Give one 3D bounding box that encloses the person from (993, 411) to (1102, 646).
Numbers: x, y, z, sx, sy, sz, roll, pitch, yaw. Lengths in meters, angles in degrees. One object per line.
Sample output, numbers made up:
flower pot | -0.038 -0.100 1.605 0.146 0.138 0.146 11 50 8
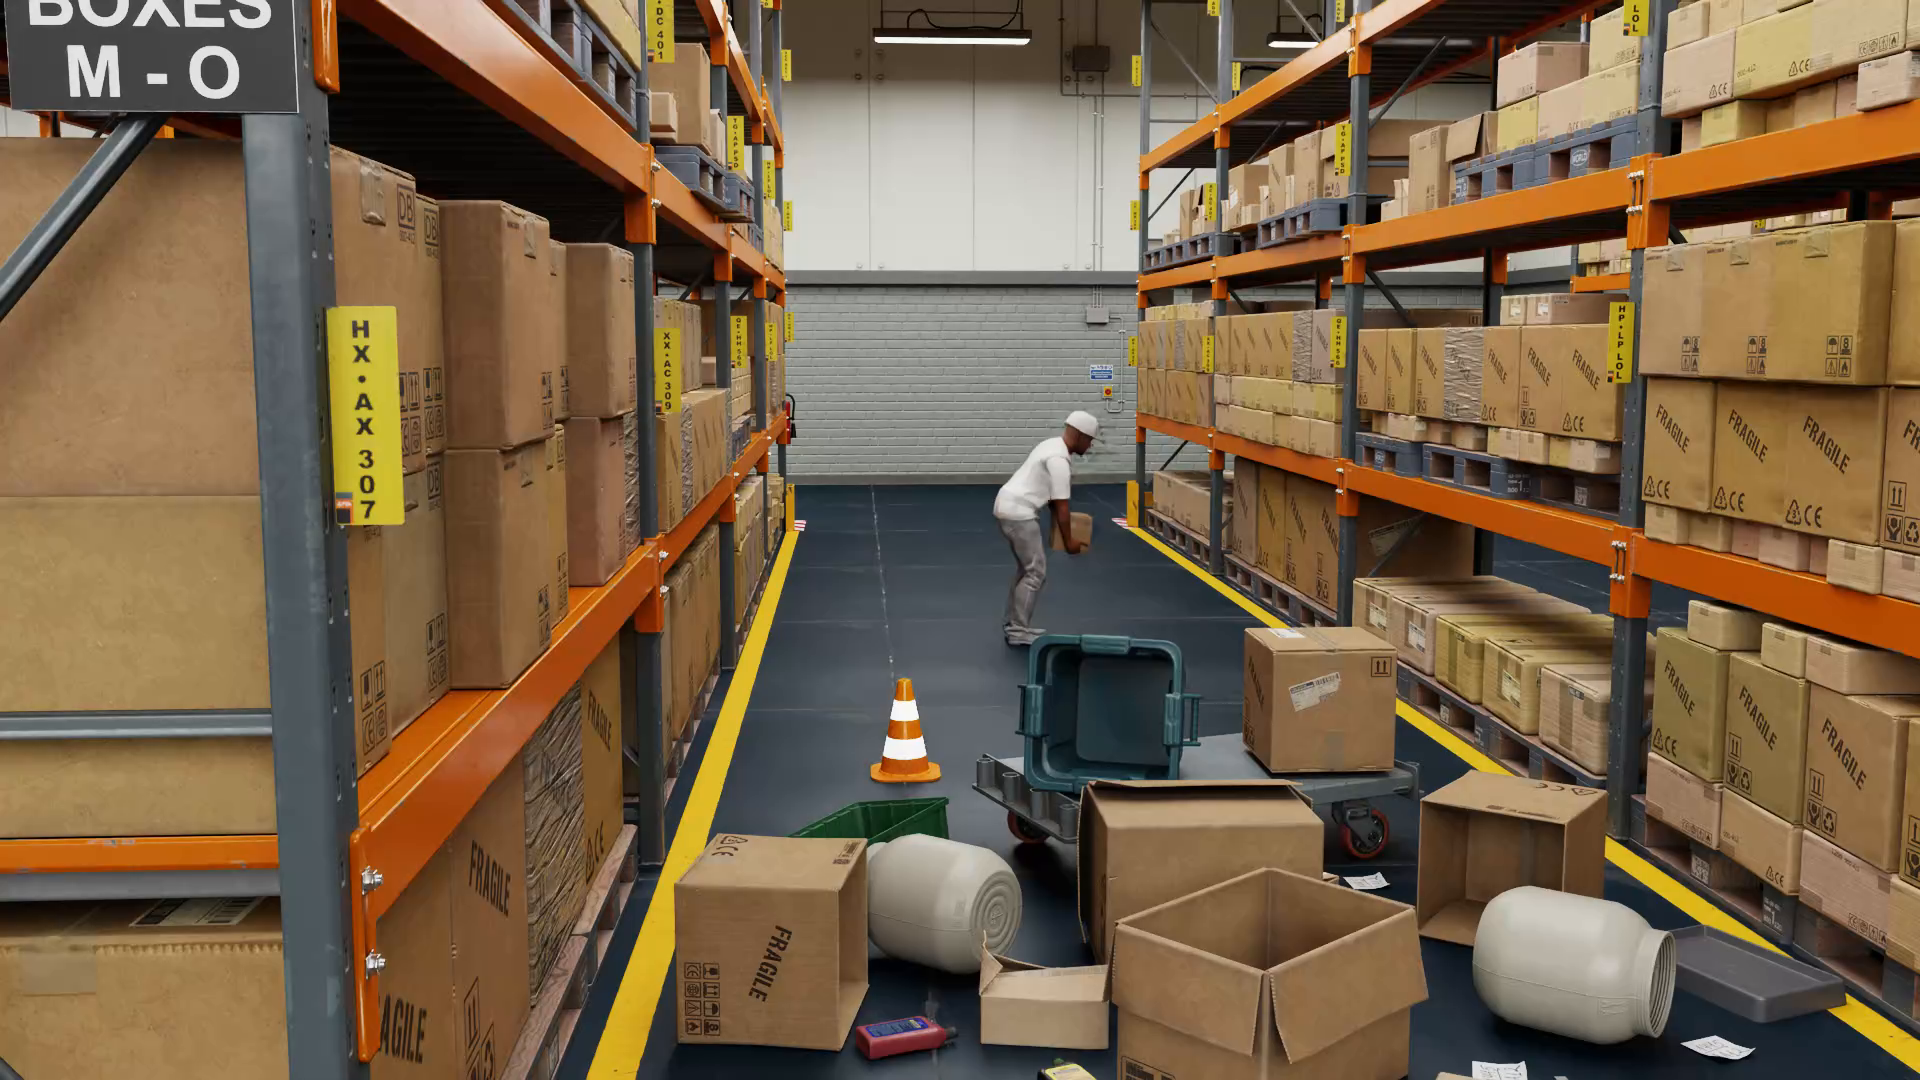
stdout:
person | 0.609 -0.091 11.558 0.750 1.608 0.463 -1 7 -5
